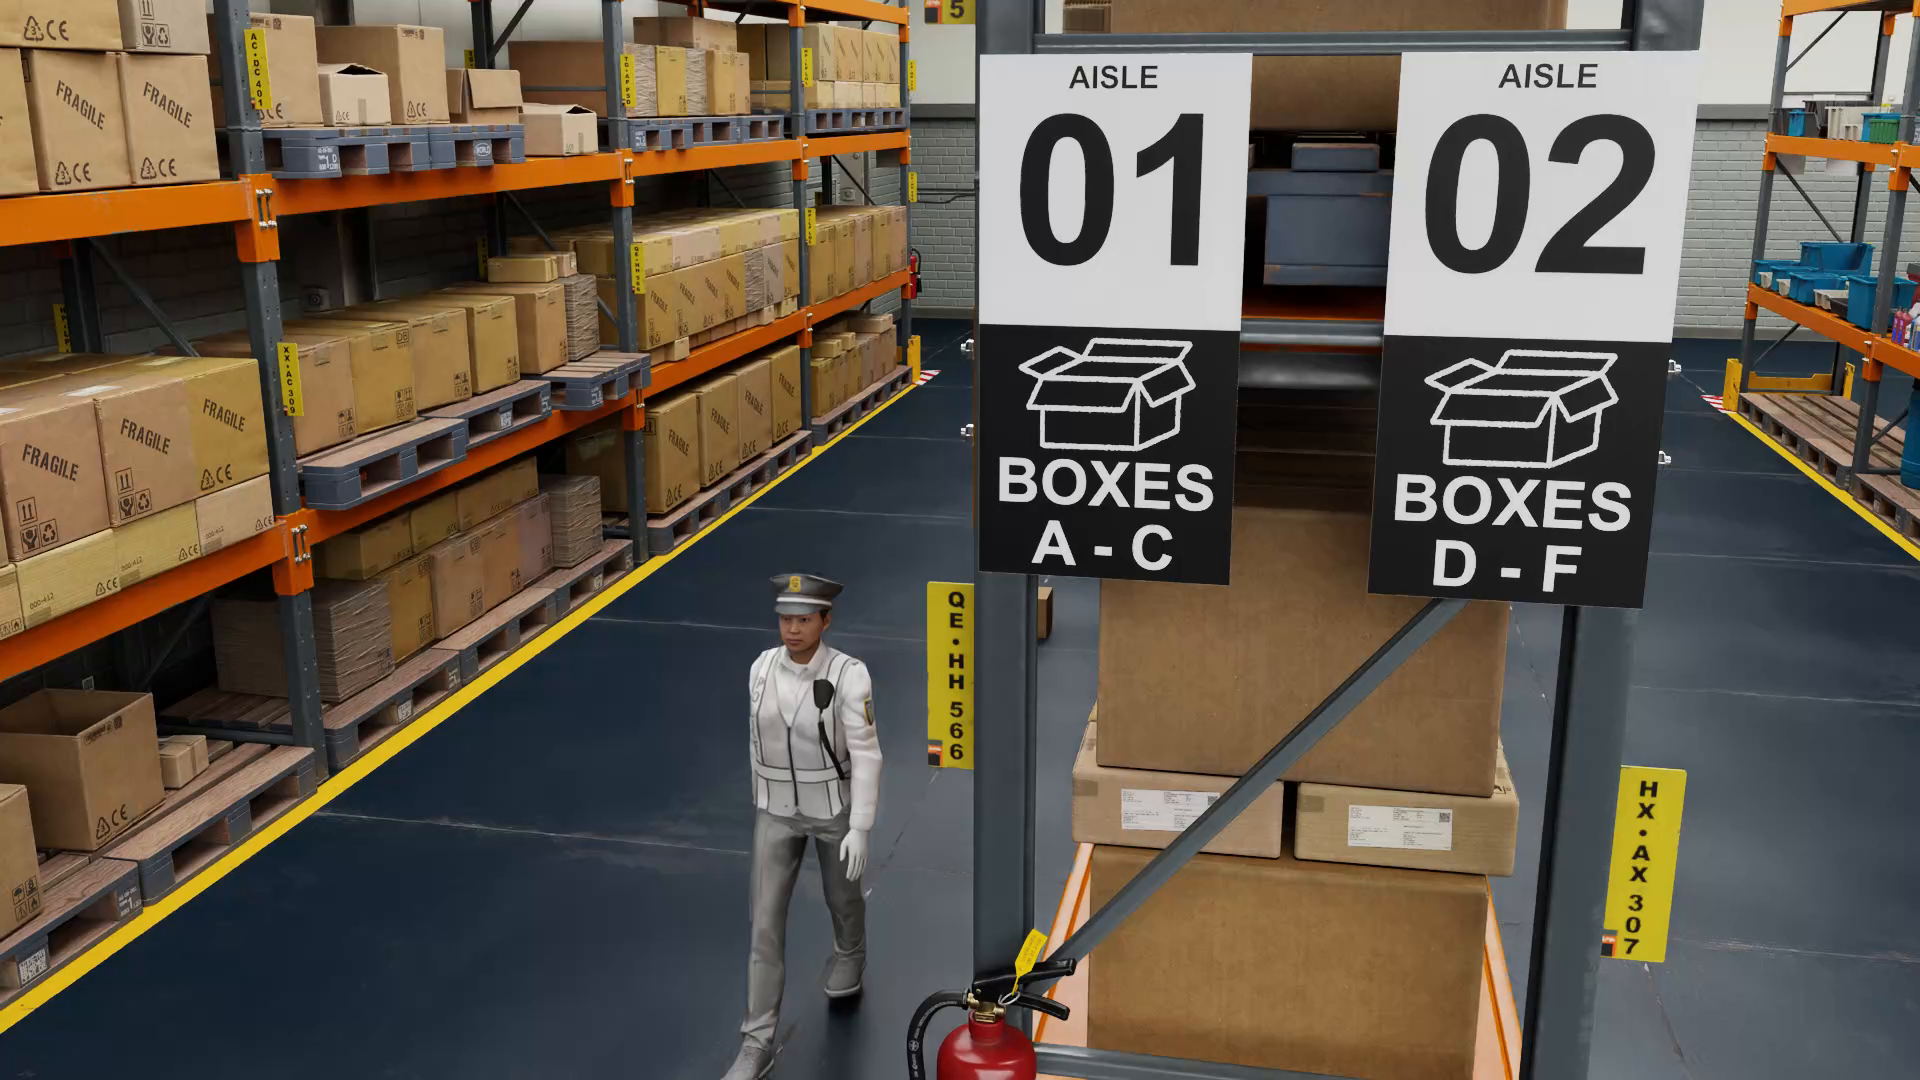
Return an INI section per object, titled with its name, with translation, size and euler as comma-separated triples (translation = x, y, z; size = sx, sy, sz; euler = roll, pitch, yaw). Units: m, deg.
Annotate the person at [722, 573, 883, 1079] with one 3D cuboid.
[person]
translation = -0.502, 0.901, 5.492
size = 0.505, 1.630, 0.978
euler = 3, 15, 11
